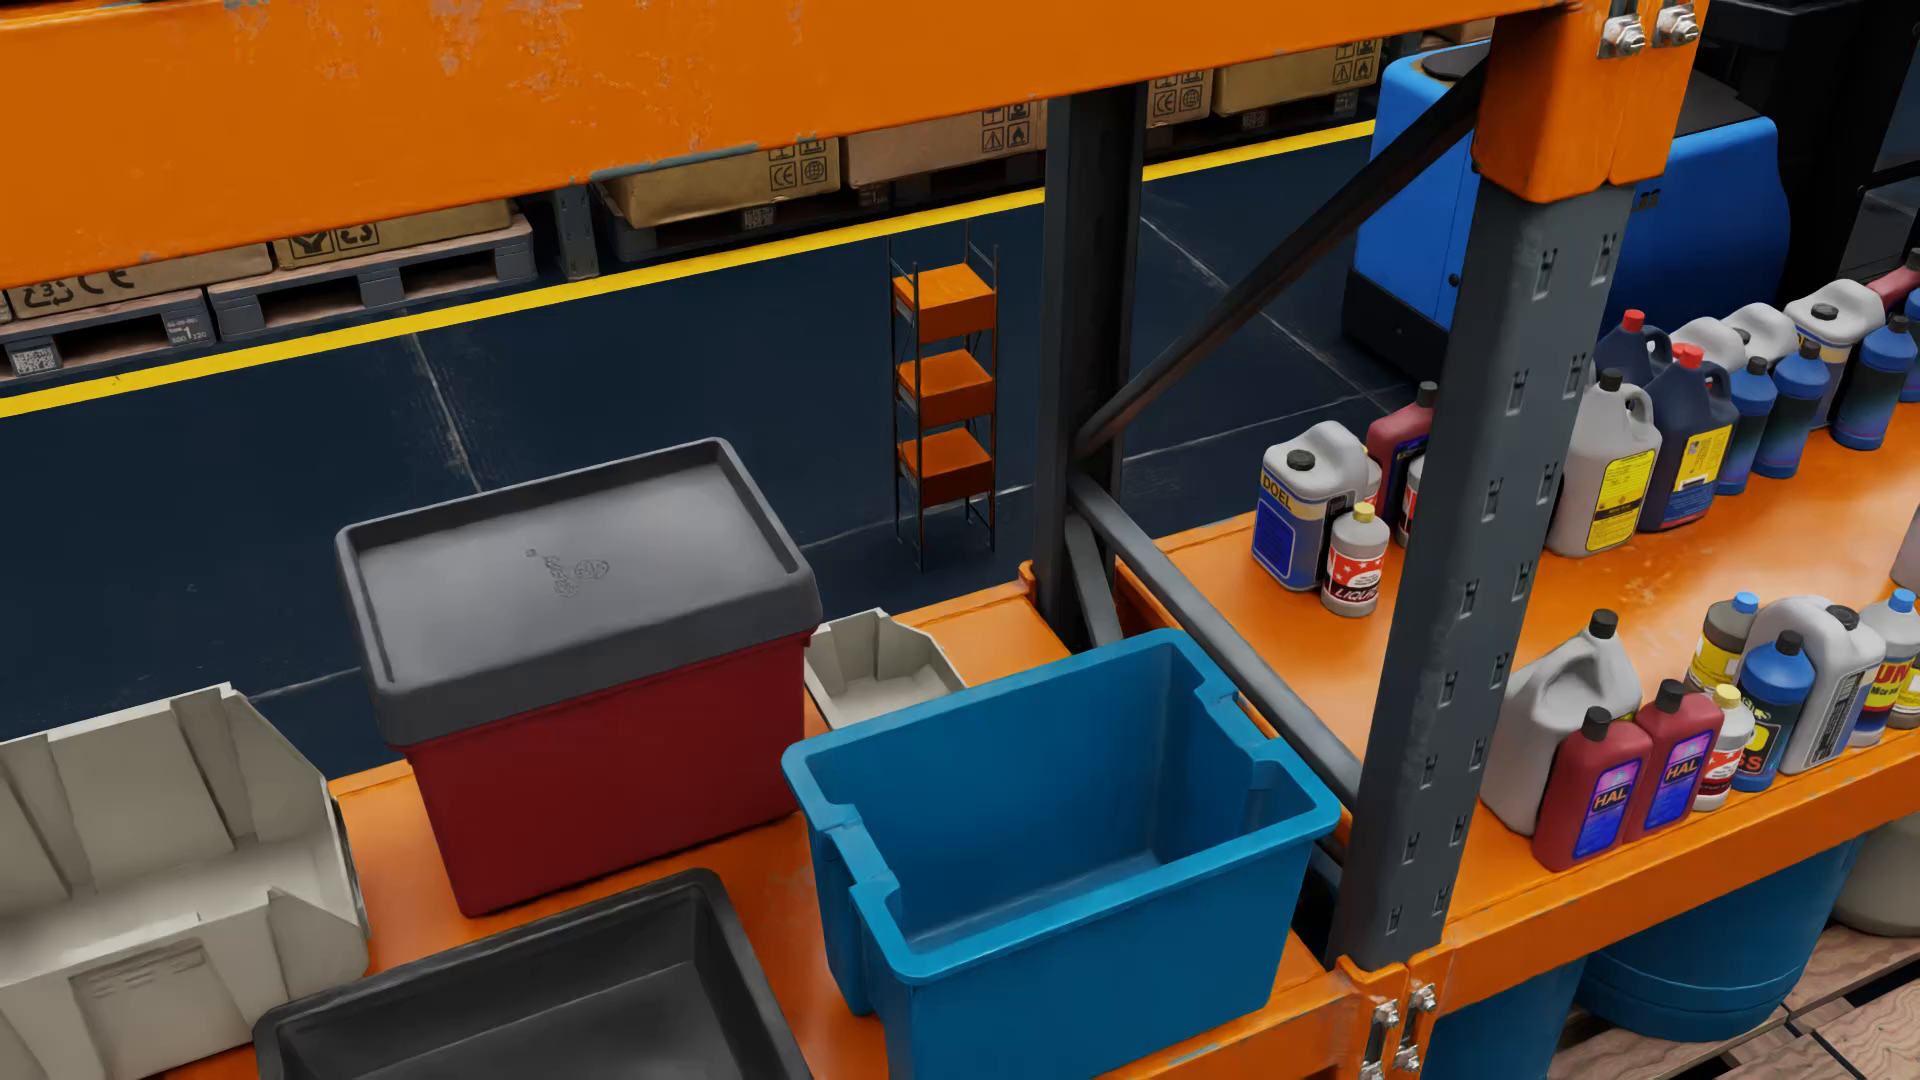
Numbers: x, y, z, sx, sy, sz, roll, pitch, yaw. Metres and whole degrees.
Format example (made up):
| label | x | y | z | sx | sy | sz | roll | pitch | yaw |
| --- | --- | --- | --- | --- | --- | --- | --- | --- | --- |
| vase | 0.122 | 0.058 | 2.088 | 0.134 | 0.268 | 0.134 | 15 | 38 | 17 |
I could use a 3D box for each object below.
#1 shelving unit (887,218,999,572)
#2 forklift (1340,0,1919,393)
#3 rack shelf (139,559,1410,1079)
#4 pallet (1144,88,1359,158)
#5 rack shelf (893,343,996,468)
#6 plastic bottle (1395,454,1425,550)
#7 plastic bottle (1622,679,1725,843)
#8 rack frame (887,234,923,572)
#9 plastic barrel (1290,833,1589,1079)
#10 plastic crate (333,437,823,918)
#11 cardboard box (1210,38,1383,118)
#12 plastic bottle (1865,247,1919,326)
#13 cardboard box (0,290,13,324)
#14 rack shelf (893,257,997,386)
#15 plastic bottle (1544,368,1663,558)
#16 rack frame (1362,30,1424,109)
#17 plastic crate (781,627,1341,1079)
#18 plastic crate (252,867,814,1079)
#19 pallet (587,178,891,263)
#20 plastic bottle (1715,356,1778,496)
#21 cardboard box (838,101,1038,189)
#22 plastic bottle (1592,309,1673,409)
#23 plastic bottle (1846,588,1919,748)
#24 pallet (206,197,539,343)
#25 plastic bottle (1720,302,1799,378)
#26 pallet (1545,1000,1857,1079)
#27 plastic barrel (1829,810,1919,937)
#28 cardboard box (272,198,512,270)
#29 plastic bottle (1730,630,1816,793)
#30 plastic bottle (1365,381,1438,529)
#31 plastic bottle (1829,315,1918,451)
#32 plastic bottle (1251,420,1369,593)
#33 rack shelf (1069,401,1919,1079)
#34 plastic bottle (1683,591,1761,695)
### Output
| label | x | y | z | sx | sy | sz | roll | pitch | yaw |
| --- | --- | --- | --- | --- | --- | --- | --- | --- | --- |
| shelving unit | -0.048 | -0.408 | 4.919 | 0.252 | 1.050 | 0.215 | -16 | 39 | -20 |
| forklift | 2.973 | -2.092 | 5.611 | 3.031 | 2.935 | 1.130 | -17 | 40 | -22 |
| rack shelf | -1.417 | 0.953 | 2.051 | 4.000 | 0.370 | 1.077 | -16 | 39 | -20 |
| pallet | 1.164 | -2.246 | 8.102 | 1.213 | 0.211 | 1.003 | -16 | 39 | -20 |
| rack shelf | -0.048 | -0.400 | 4.925 | 0.240 | 0.259 | 0.215 | -16 | 39 | -20 |
| plastic bottle | 0.852 | -0.081 | 3.008 | 0.097 | 0.201 | 0.097 | 0 | 37 | 0 |
| plastic bottle | 1.027 | 0.308 | 2.414 | 0.133 | 0.283 | 0.061 | -16 | 39 | -20 |
| rack frame | -0.159 | -0.377 | 4.877 | 0.008 | 1.050 | 0.200 | -16 | 39 | -20 |
| plastic barrel | 0.893 | 0.704 | 3.192 | 0.708 | 0.901 | 0.600 | -16 | 39 | -20 |
| plastic crate | -0.522 | 0.199 | 2.360 | 0.583 | 0.464 | 0.402 | -16 | 39 | -20 |
| cardboard box | 1.276 | -2.677 | 7.773 | 0.875 | 0.875 | 1.225 | -17 | 40 | -22 |
| plastic bottle | 1.921 | -0.465 | 3.457 | 0.133 | 0.283 | 0.061 | -16 | 39 | -20 |
| cardboard box | -3.963 | -1.251 | 5.850 | 0.875 | 0.875 | 0.875 | -16 | 39 | -20 |
| rack shelf | -0.048 | -0.628 | 4.756 | 0.240 | 0.259 | 0.215 | -16 | 39 | -20 |
| plastic bottle | 1.147 | -0.153 | 2.980 | 0.185 | 0.351 | 0.144 | -16 | 39 | -20 |
| rack frame | 1.910 | -3.525 | 7.485 | 0.127 | 3.000 | 1.000 | -16 | 39 | -20 |
| plastic crate | 0.115 | 0.443 | 2.098 | 0.575 | 0.384 | 0.392 | -16 | 39 | -20 |
| plastic crate | -0.506 | 0.673 | 2.006 | 0.590 | 0.125 | 0.437 | -16 | 39 | -20 |
| pallet | -1.045 | -1.629 | 7.269 | 1.213 | 0.211 | 1.003 | -16 | 39 | -20 |
| plastic bottle | 1.470 | -0.222 | 3.139 | 0.097 | 0.271 | 0.097 | 0 | 37 | 0 |
| cardboard box | -0.332 | -2.228 | 7.166 | 0.875 | 0.875 | 1.225 | -17 | 40 | -21 |
| plastic bottle | 1.253 | -0.278 | 3.148 | 0.185 | 0.351 | 0.144 | -16 | 39 | -20 |
| plastic bottle | 1.422 | 0.191 | 2.583 | 0.097 | 0.271 | 0.097 | 0 | 37 | 0 |
| pallet | -2.433 | -1.243 | 6.748 | 1.213 | 0.211 | 1.003 | -16 | 39 | -20 |
| plastic bottle | 1.522 | -0.320 | 3.268 | 0.135 | 0.276 | 0.152 | -16 | 39 | -20 |
| pallet | 1.109 | 1.105 | 3.583 | 1.213 | 0.211 | 1.003 | -16 | 39 | -20 |
| plastic barrel | 2.083 | 0.586 | 3.678 | 0.421 | 0.512 | 0.421 | 0 | 37 | 0 |
| cardboard box | -2.343 | -1.704 | 6.461 | 0.875 | 0.875 | 0.875 | -16 | 39 | -20 |
| plastic bottle | 1.212 | 0.250 | 2.504 | 0.097 | 0.271 | 0.097 | 0 | 37 | 0 |
| plastic bottle | 0.802 | -0.152 | 3.035 | 0.133 | 0.283 | 0.061 | -16 | 39 | -20 |
| plastic bottle | 1.801 | -0.315 | 3.264 | 0.097 | 0.271 | 0.097 | 0 | 37 | 0 |
| plastic bottle | 0.612 | -0.066 | 2.925 | 0.135 | 0.276 | 0.152 | -16 | 39 | -20 |
| rack shelf | 2.204 | -0.059 | 3.416 | 4.000 | 0.370 | 1.077 | -16 | 39 | -20 |
| plastic bottle | 1.235 | 0.171 | 2.668 | 0.097 | 0.201 | 0.097 | 0 | 37 | 0 |
